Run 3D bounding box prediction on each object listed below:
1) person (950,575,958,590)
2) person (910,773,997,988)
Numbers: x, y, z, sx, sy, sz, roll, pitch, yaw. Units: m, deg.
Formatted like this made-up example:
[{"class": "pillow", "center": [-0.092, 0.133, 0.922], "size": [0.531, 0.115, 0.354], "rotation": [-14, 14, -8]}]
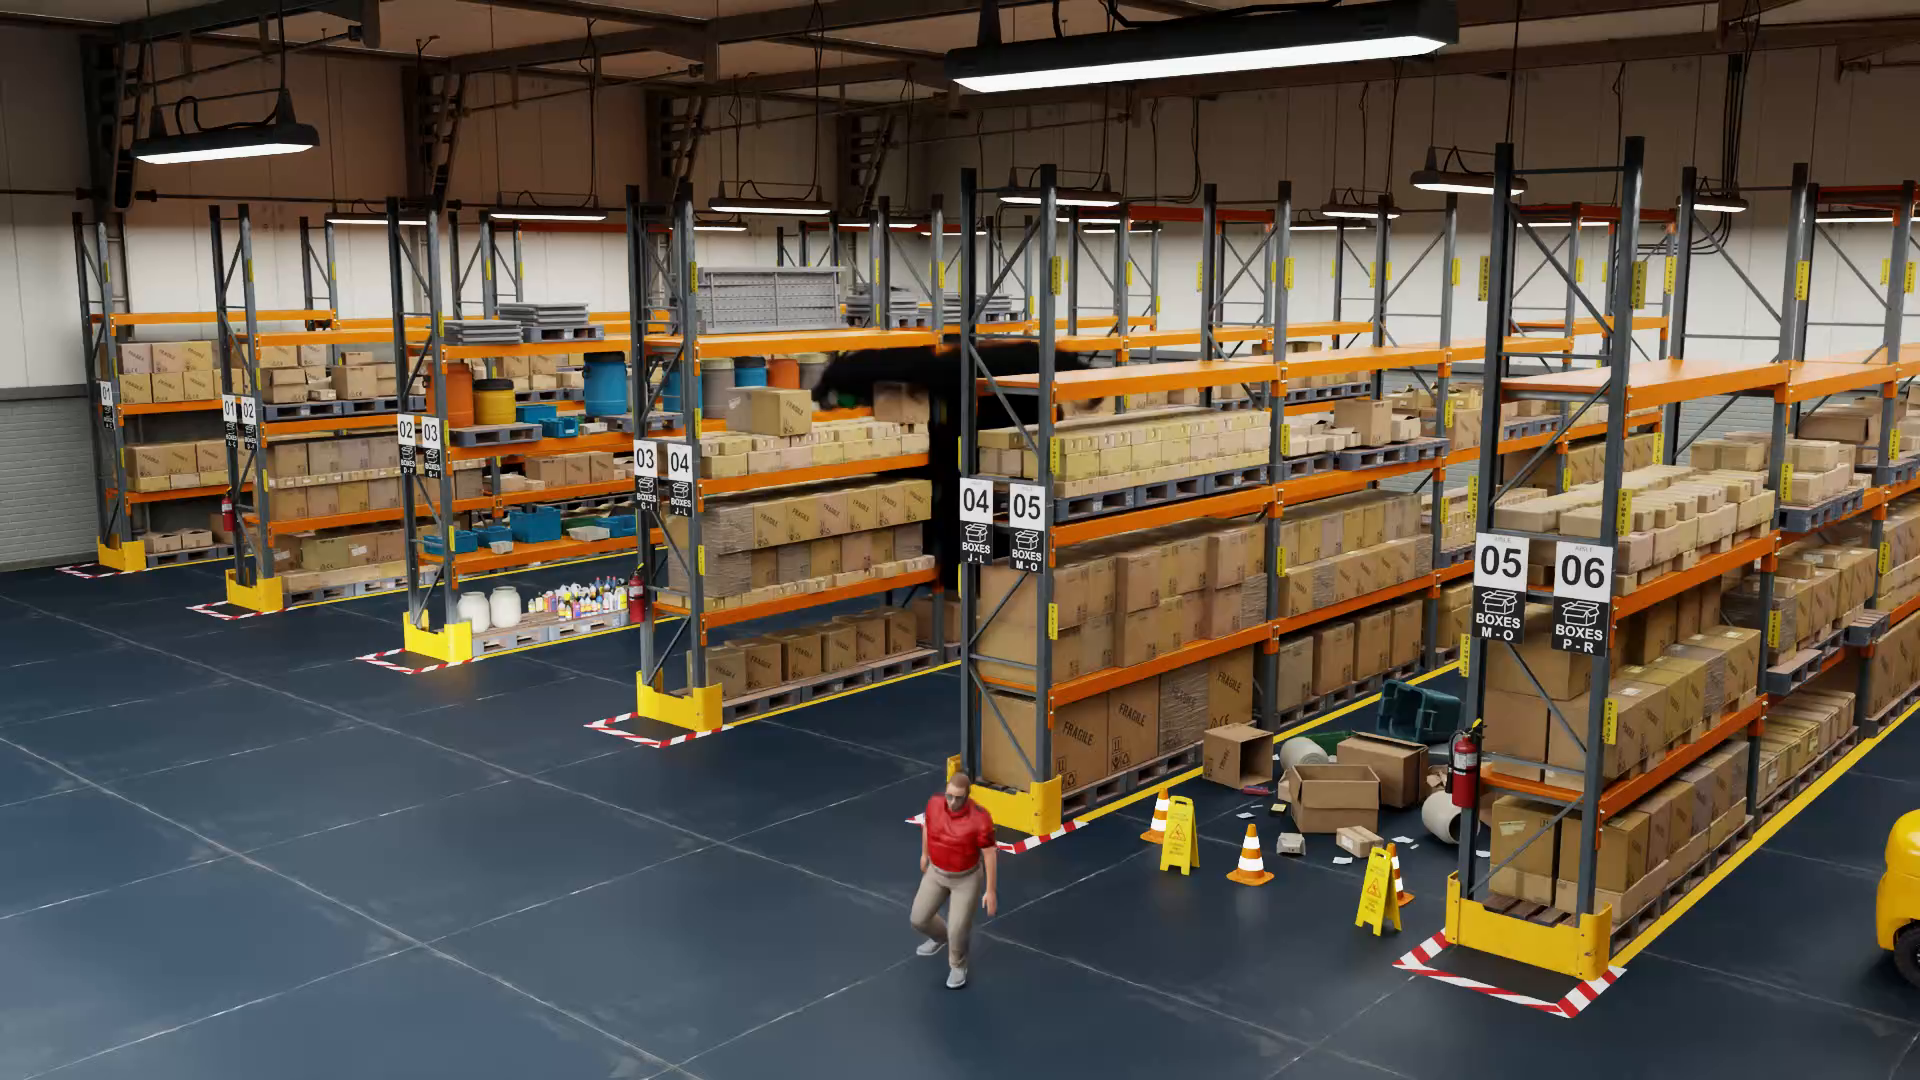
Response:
[{"class": "person", "center": [-0.112, 0.085, 24.966], "size": [0.608, 1.547, 0.827], "rotation": [5, 11, 27]}, {"class": "person", "center": [-0.025, 2.390, 11.924], "size": [0.809, 1.648, 0.646], "rotation": [5, 11, 27]}]
